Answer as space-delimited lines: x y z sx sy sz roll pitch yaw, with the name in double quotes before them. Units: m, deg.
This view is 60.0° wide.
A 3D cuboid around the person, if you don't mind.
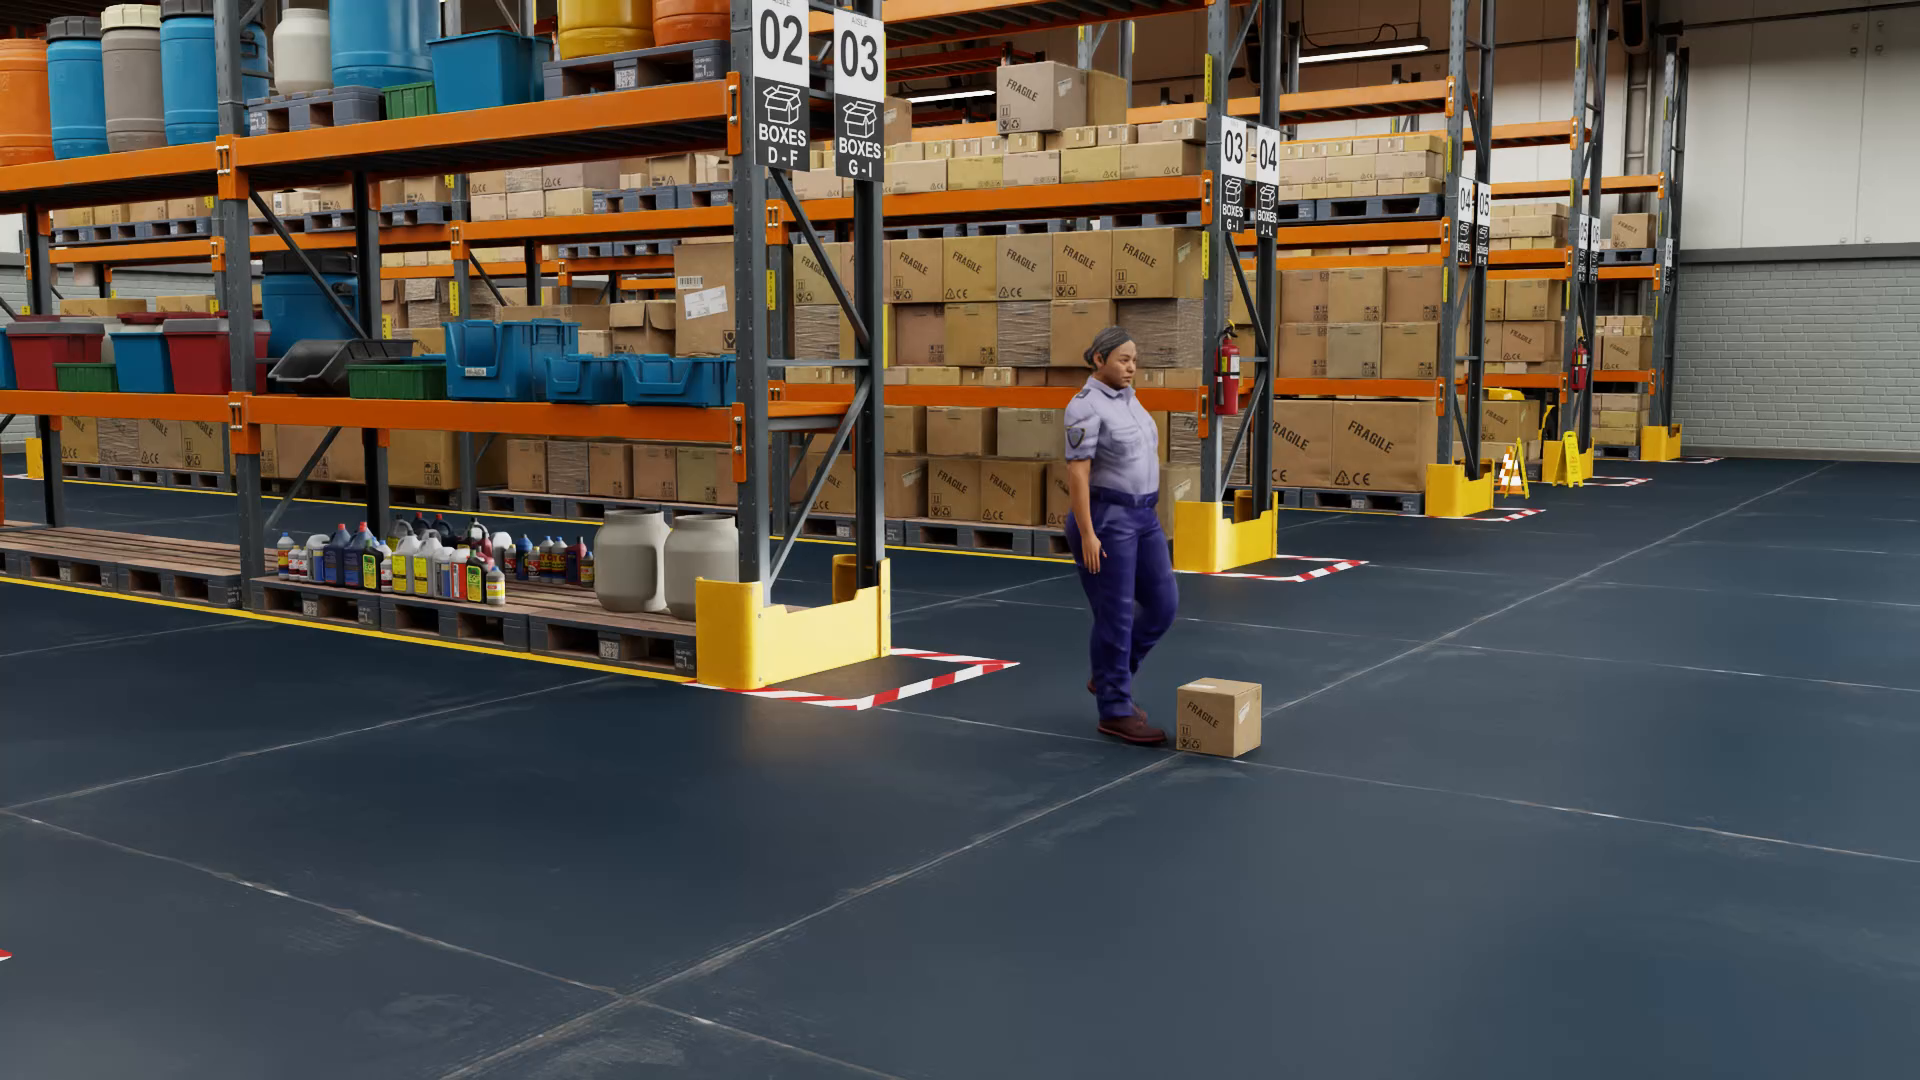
"person" 0.665 -0.019 6.737 0.492 1.658 0.511 4 8 34
